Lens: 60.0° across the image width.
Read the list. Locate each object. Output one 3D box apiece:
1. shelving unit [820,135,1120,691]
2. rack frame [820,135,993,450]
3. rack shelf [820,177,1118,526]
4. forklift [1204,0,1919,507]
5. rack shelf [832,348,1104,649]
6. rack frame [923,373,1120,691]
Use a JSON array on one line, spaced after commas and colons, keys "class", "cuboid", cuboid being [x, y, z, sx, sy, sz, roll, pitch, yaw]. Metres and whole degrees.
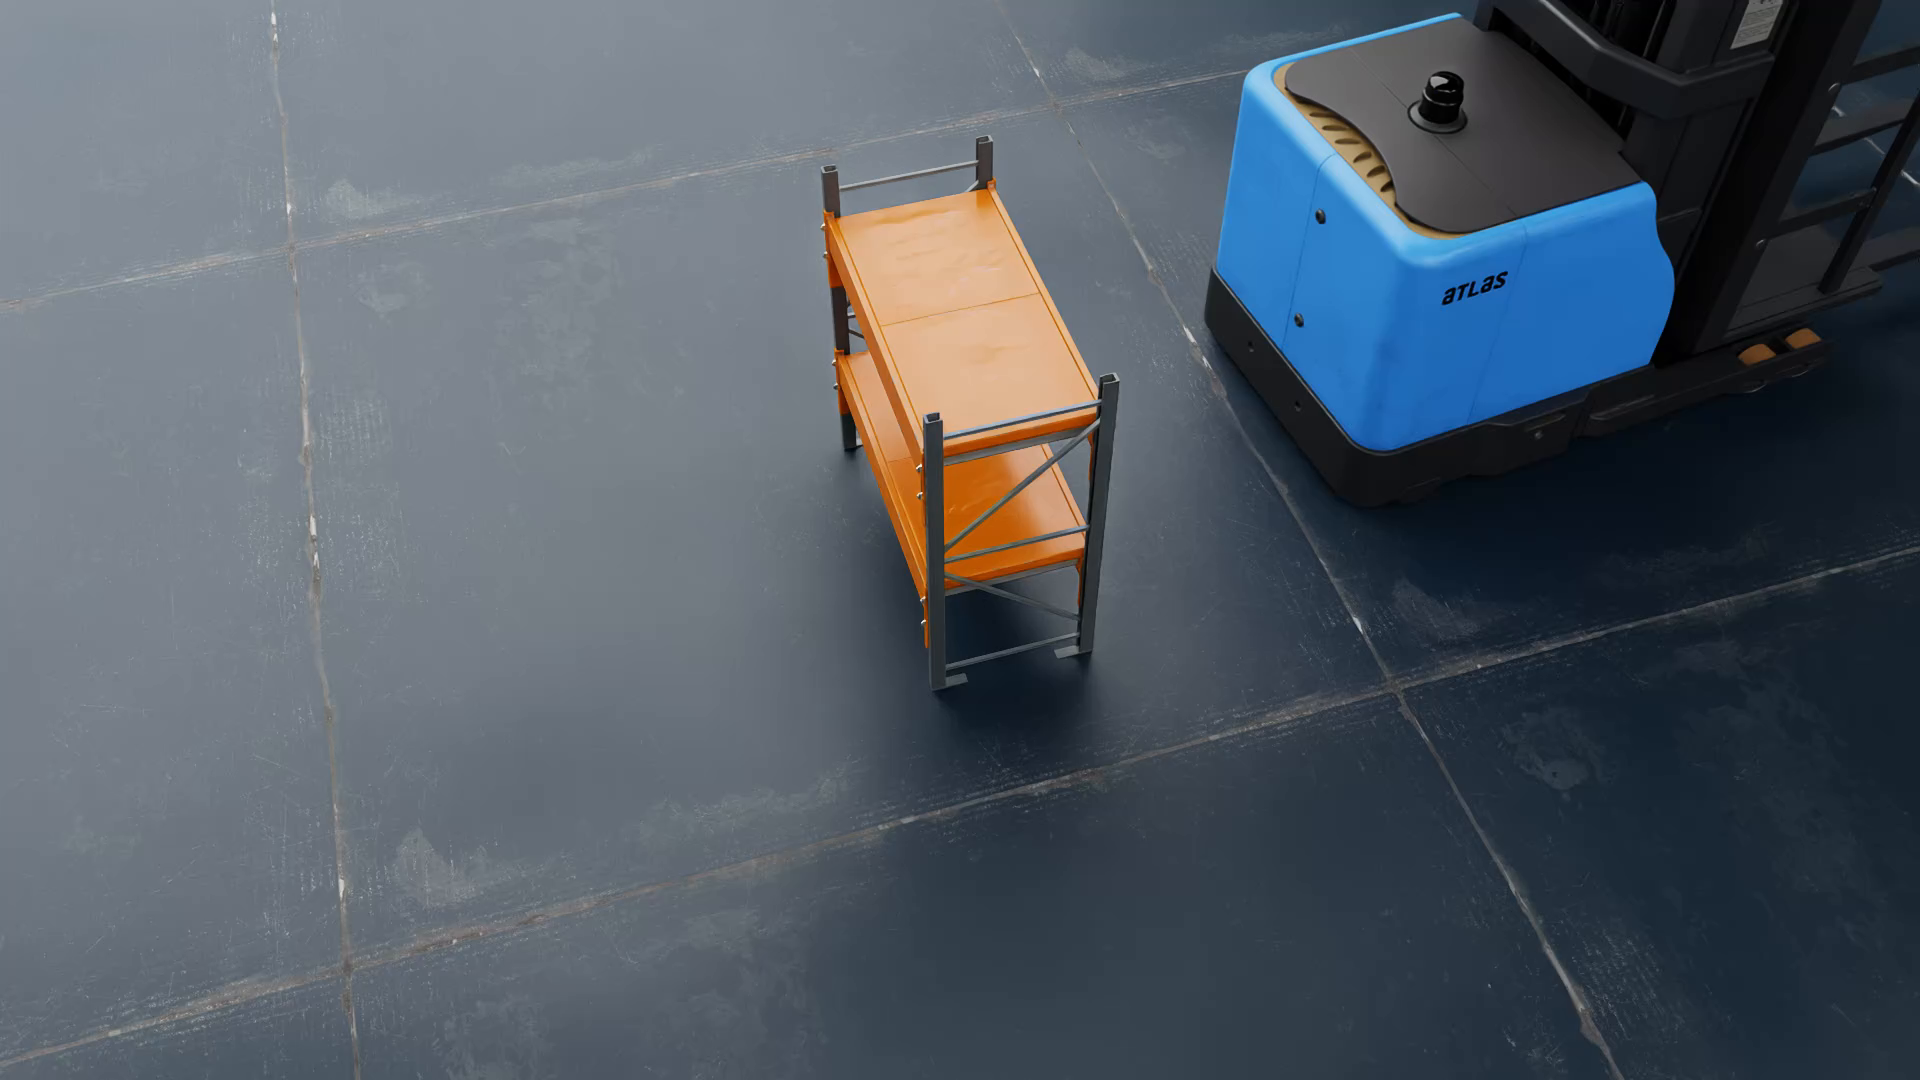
[{"class": "shelving unit", "cuboid": [0.002, -0.358, 4.816, 0.538, 1.125, 1.048, -13, 51, -11]}, {"class": "rack frame", "cuboid": [-0.148, -0.729, 5.129, 0.500, 1.125, 0.032, -13, 51, -11]}, {"class": "rack shelf", "cuboid": [0.002, -0.546, 4.592, 0.538, 0.278, 1.000, -13, 51, -11]}, {"class": "forklift", "cuboid": [2.417, -1.802, 4.852, 3.031, 2.935, 1.130, -18, 52, -15]}, {"class": "rack shelf", "cuboid": [0.002, -0.200, 5.003, 0.538, 0.278, 1.000, -13, 51, -11]}, {"class": "rack frame", "cuboid": [0.152, 0.014, 4.503, 0.500, 1.125, 0.032, -13, 51, -11]}]
